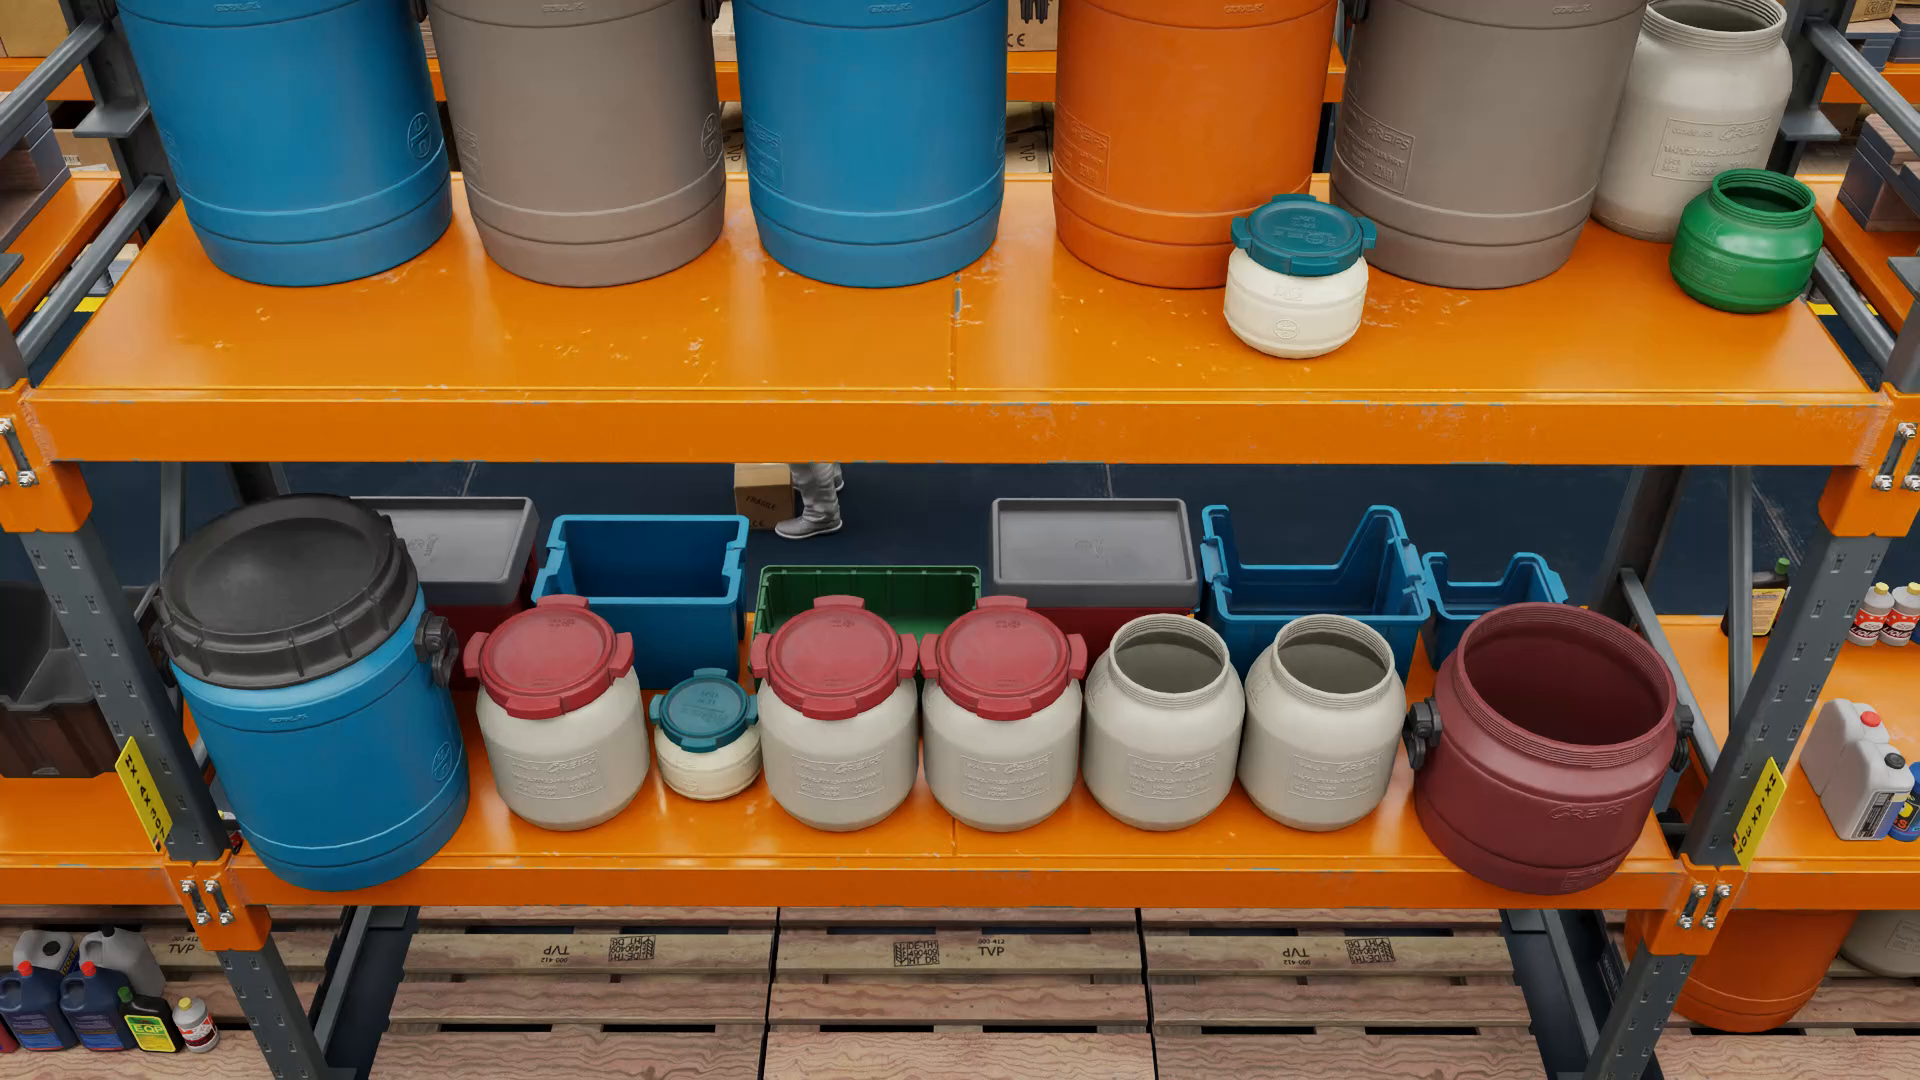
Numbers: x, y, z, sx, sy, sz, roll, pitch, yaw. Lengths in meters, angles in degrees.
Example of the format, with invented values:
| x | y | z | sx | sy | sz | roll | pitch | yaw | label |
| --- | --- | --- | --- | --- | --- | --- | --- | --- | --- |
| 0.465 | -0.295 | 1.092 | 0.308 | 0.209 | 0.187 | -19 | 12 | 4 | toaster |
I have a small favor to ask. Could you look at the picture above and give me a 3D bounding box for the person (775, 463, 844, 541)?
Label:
| x | y | z | sx | sy | sz | roll | pitch | yaw | label |
| --- | --- | --- | --- | --- | --- | --- | --- | --- | --- |
| -0.666 | -0.769 | 7.073 | 0.468 | 1.665 | 0.558 | -2 | 40 | -3 | person |
